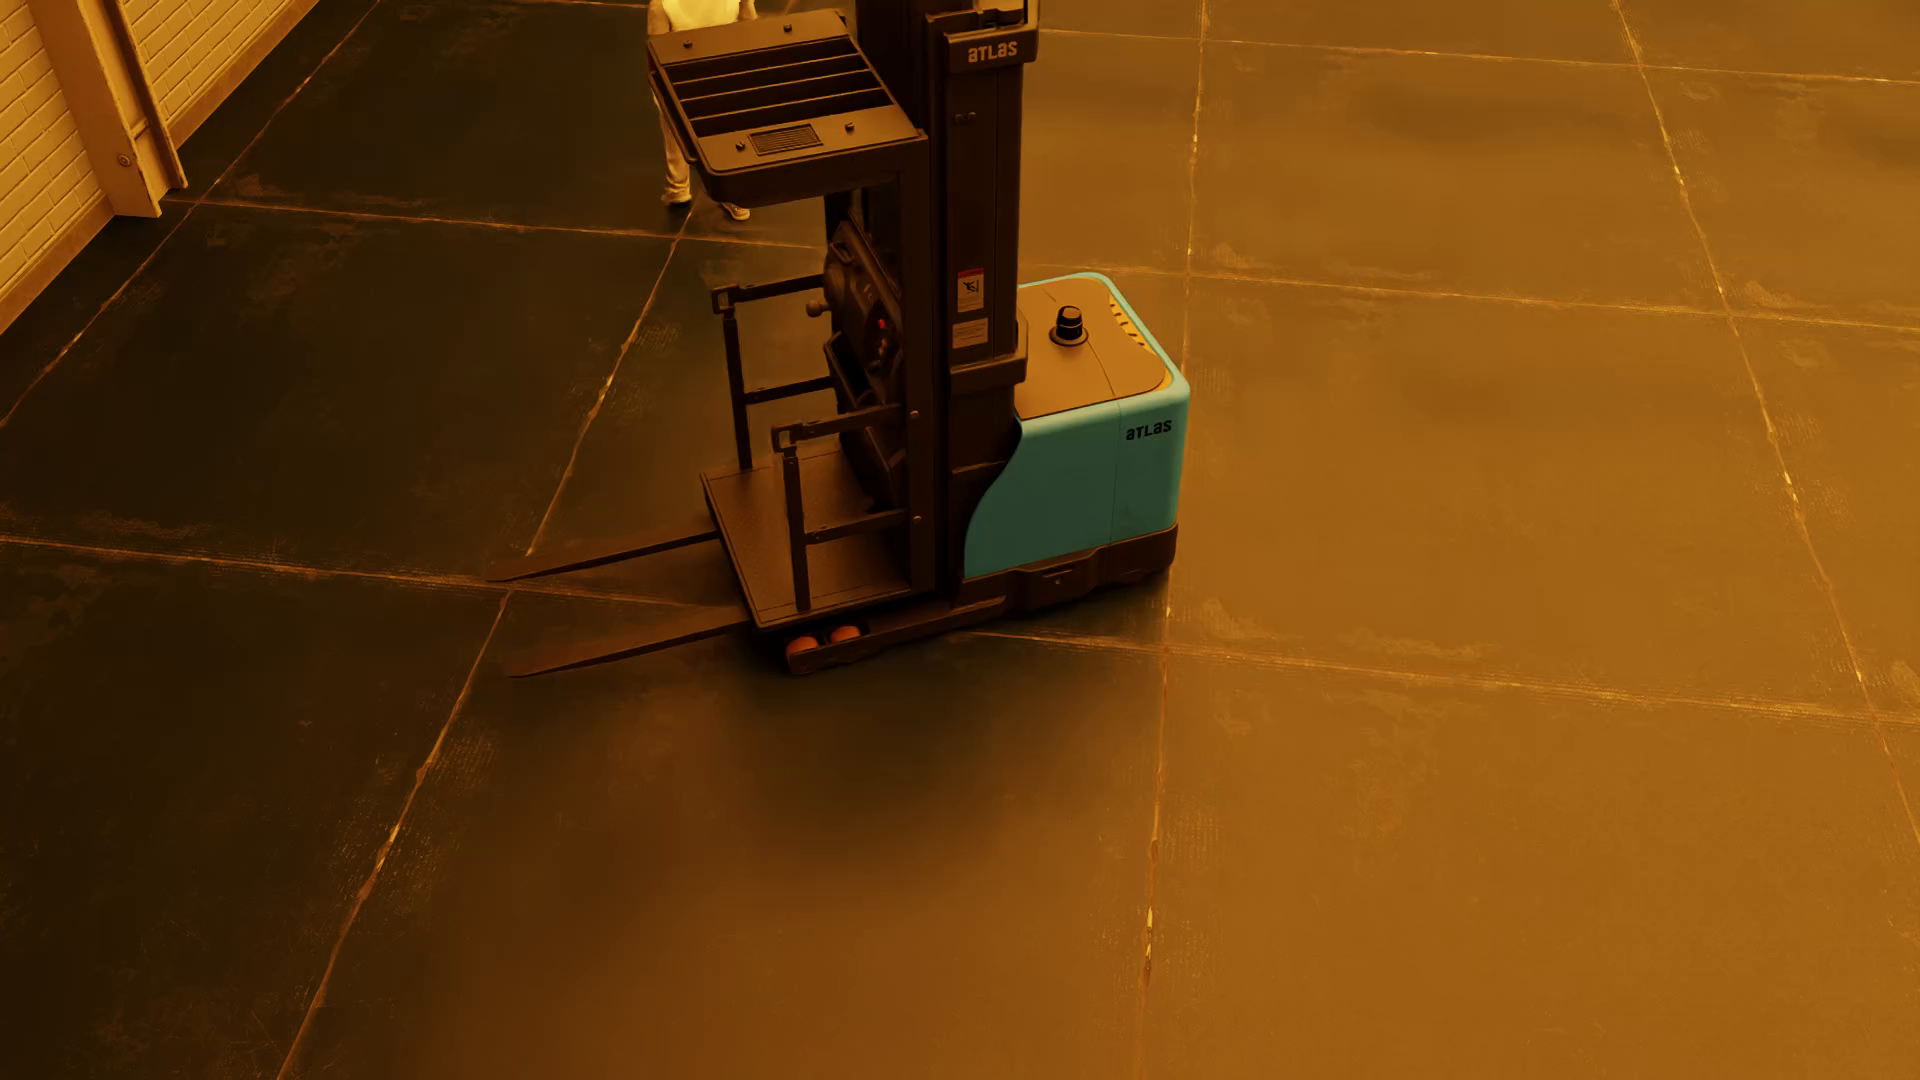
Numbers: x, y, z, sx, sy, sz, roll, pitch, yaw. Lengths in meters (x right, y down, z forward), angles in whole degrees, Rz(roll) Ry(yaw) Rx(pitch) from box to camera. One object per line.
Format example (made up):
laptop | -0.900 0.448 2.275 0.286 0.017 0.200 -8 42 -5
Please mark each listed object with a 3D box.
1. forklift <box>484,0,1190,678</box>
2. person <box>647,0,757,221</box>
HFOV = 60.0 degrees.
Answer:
forklift | -0.580 -0.901 6.705 3.031 2.935 1.130 -14 44 -14
person | -1.482 -2.678 9.550 0.654 1.824 0.530 -17 45 -17
